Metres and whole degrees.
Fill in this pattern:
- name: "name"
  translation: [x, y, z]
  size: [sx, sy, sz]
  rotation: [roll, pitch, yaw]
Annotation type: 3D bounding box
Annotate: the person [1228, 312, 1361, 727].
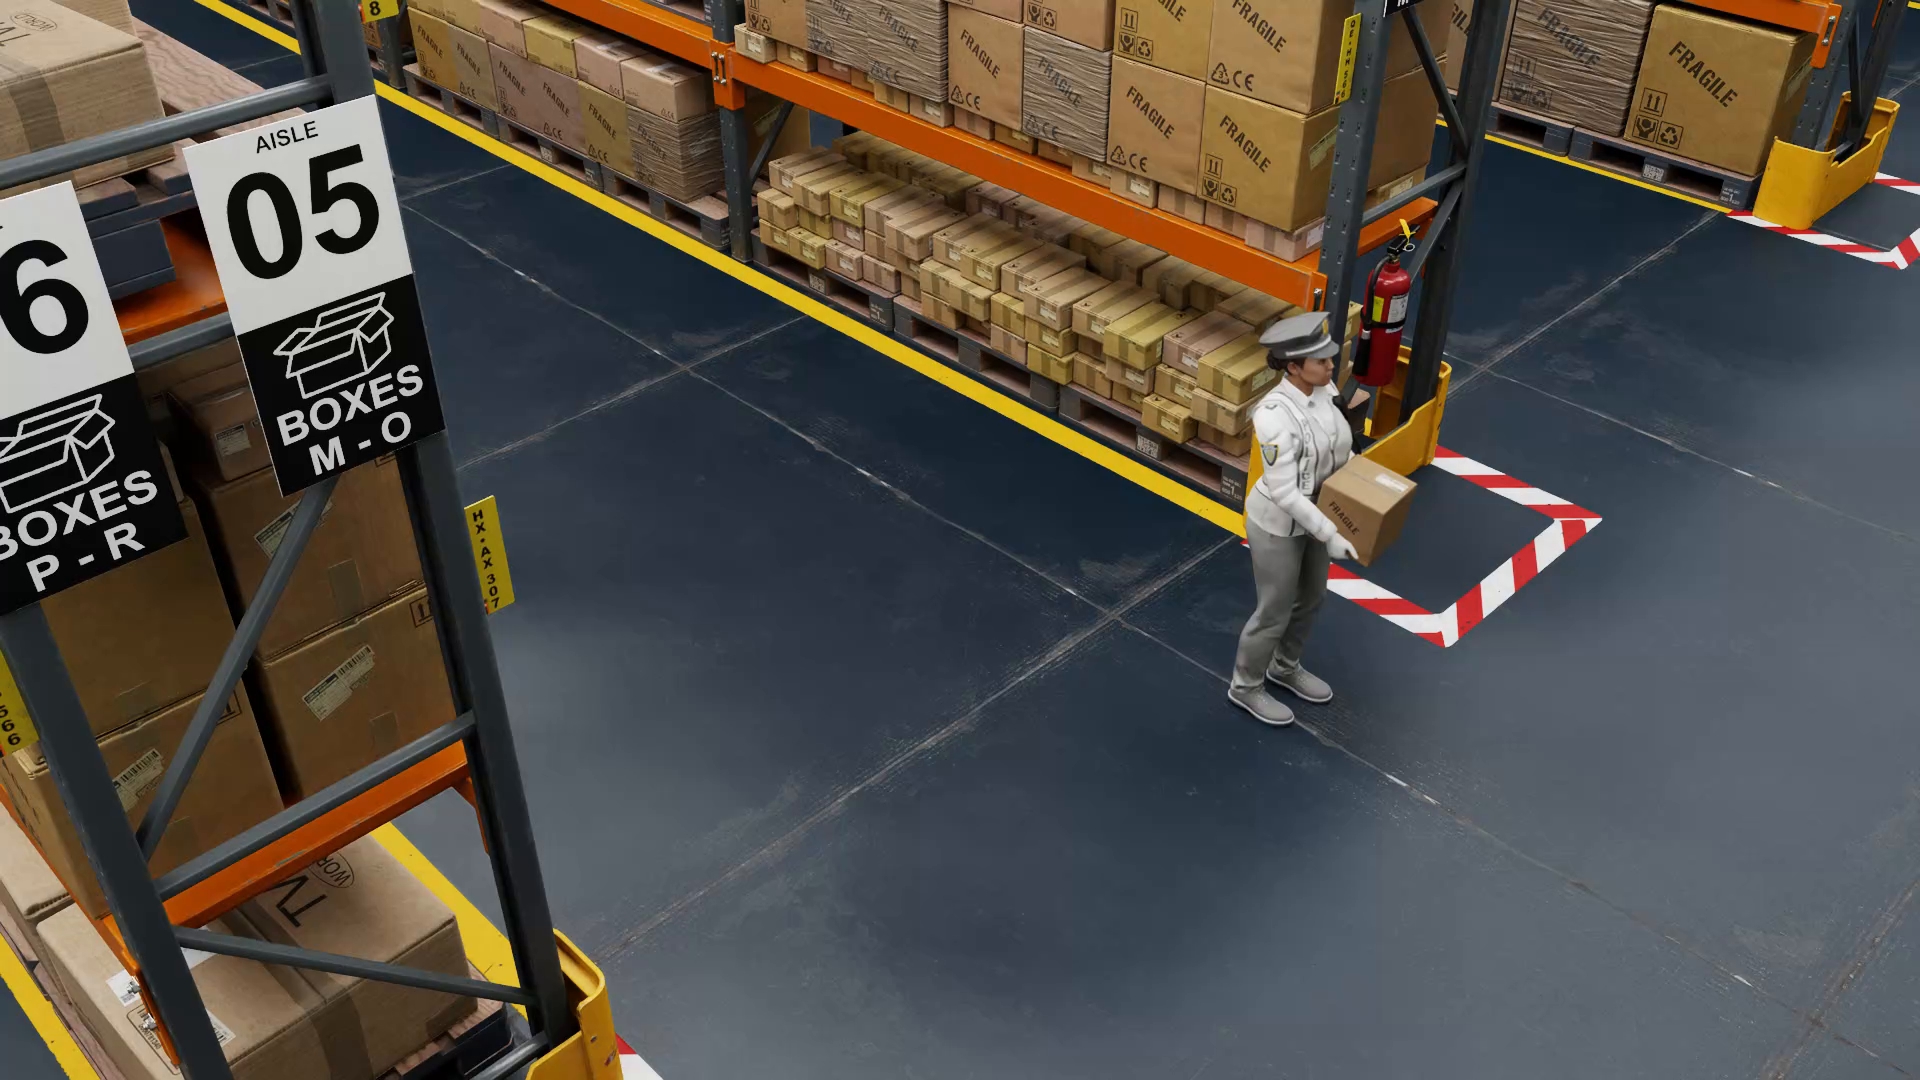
- name: "person"
  translation: [1.295, -0.048, 6.198]
  size: [0.555, 1.681, 0.459]
  rotation: [26, 43, 31]
